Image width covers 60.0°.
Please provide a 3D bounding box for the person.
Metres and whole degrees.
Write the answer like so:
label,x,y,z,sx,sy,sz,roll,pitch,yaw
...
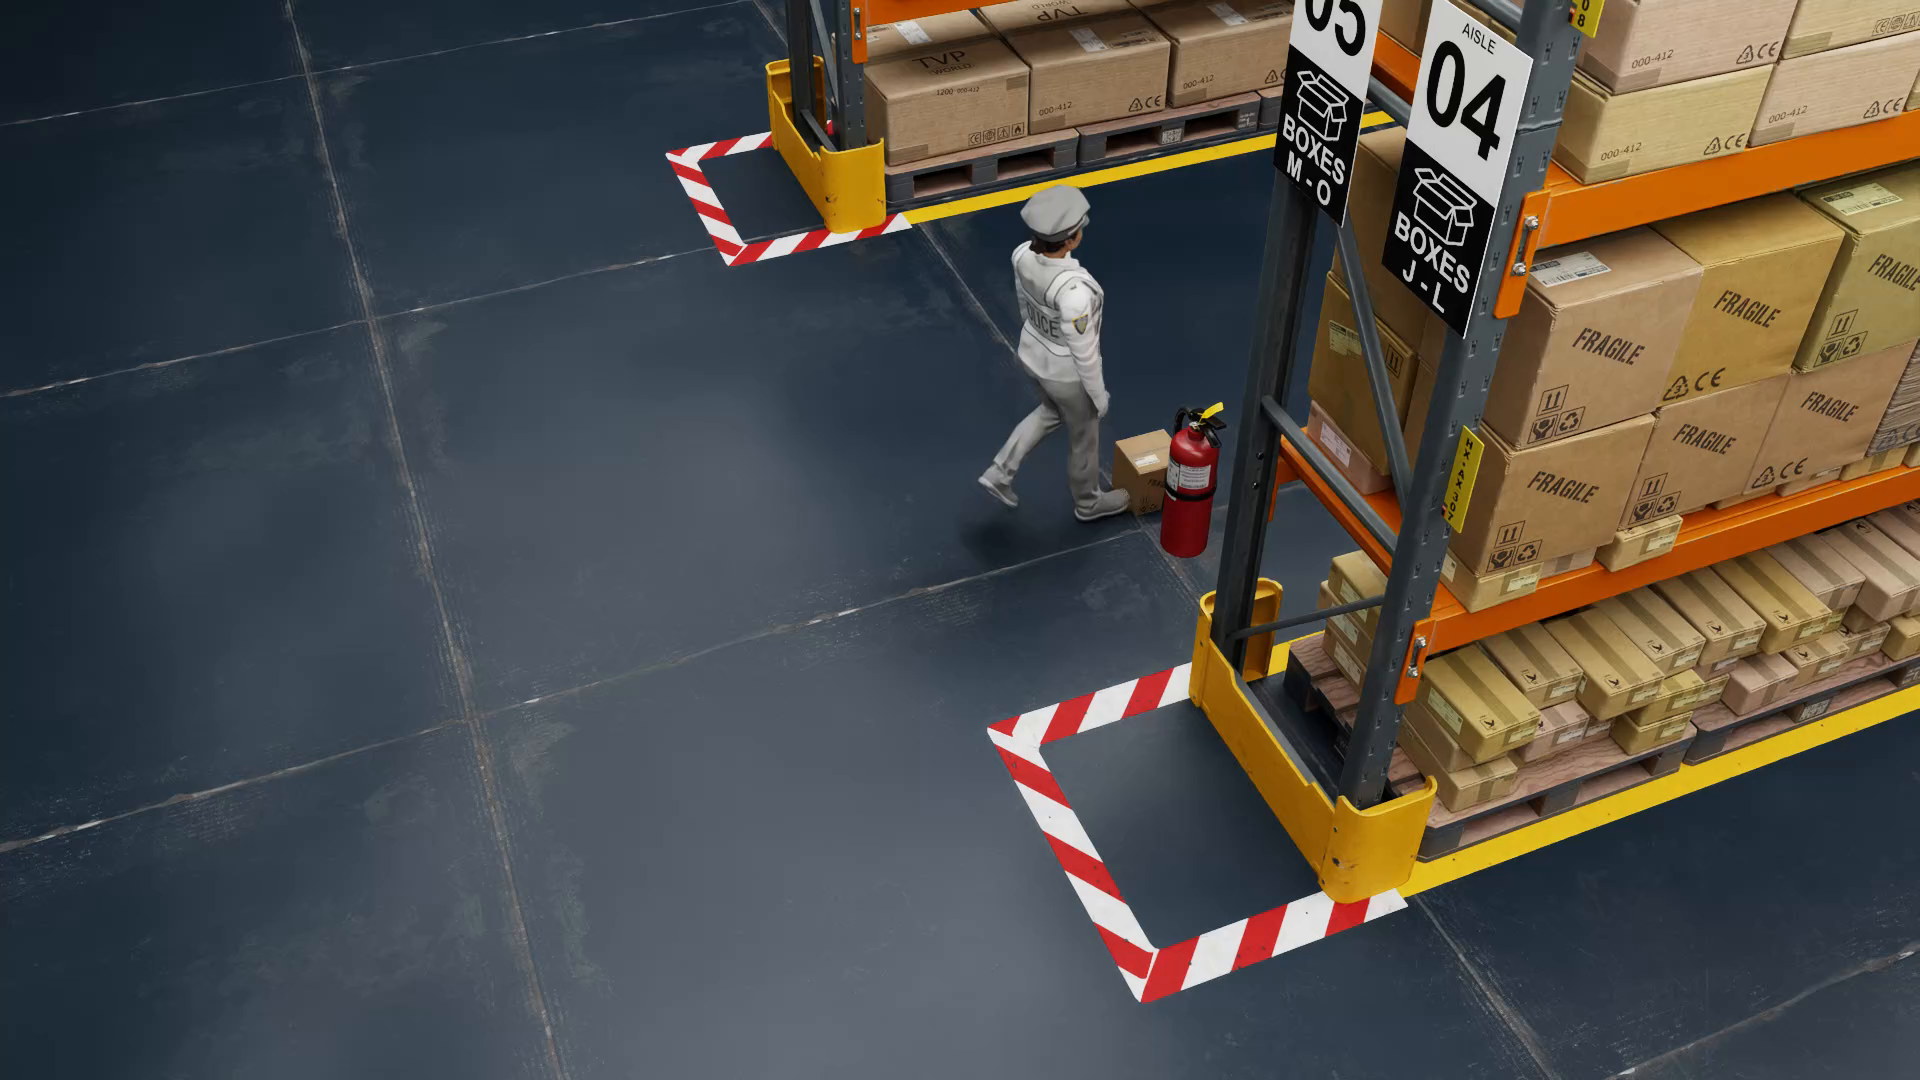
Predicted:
label,x,y,z,sx,sy,sz,roll,pitch,yaw
person,0.437,-0.737,6.950,0.683,1.666,0.503,-22,46,-23
